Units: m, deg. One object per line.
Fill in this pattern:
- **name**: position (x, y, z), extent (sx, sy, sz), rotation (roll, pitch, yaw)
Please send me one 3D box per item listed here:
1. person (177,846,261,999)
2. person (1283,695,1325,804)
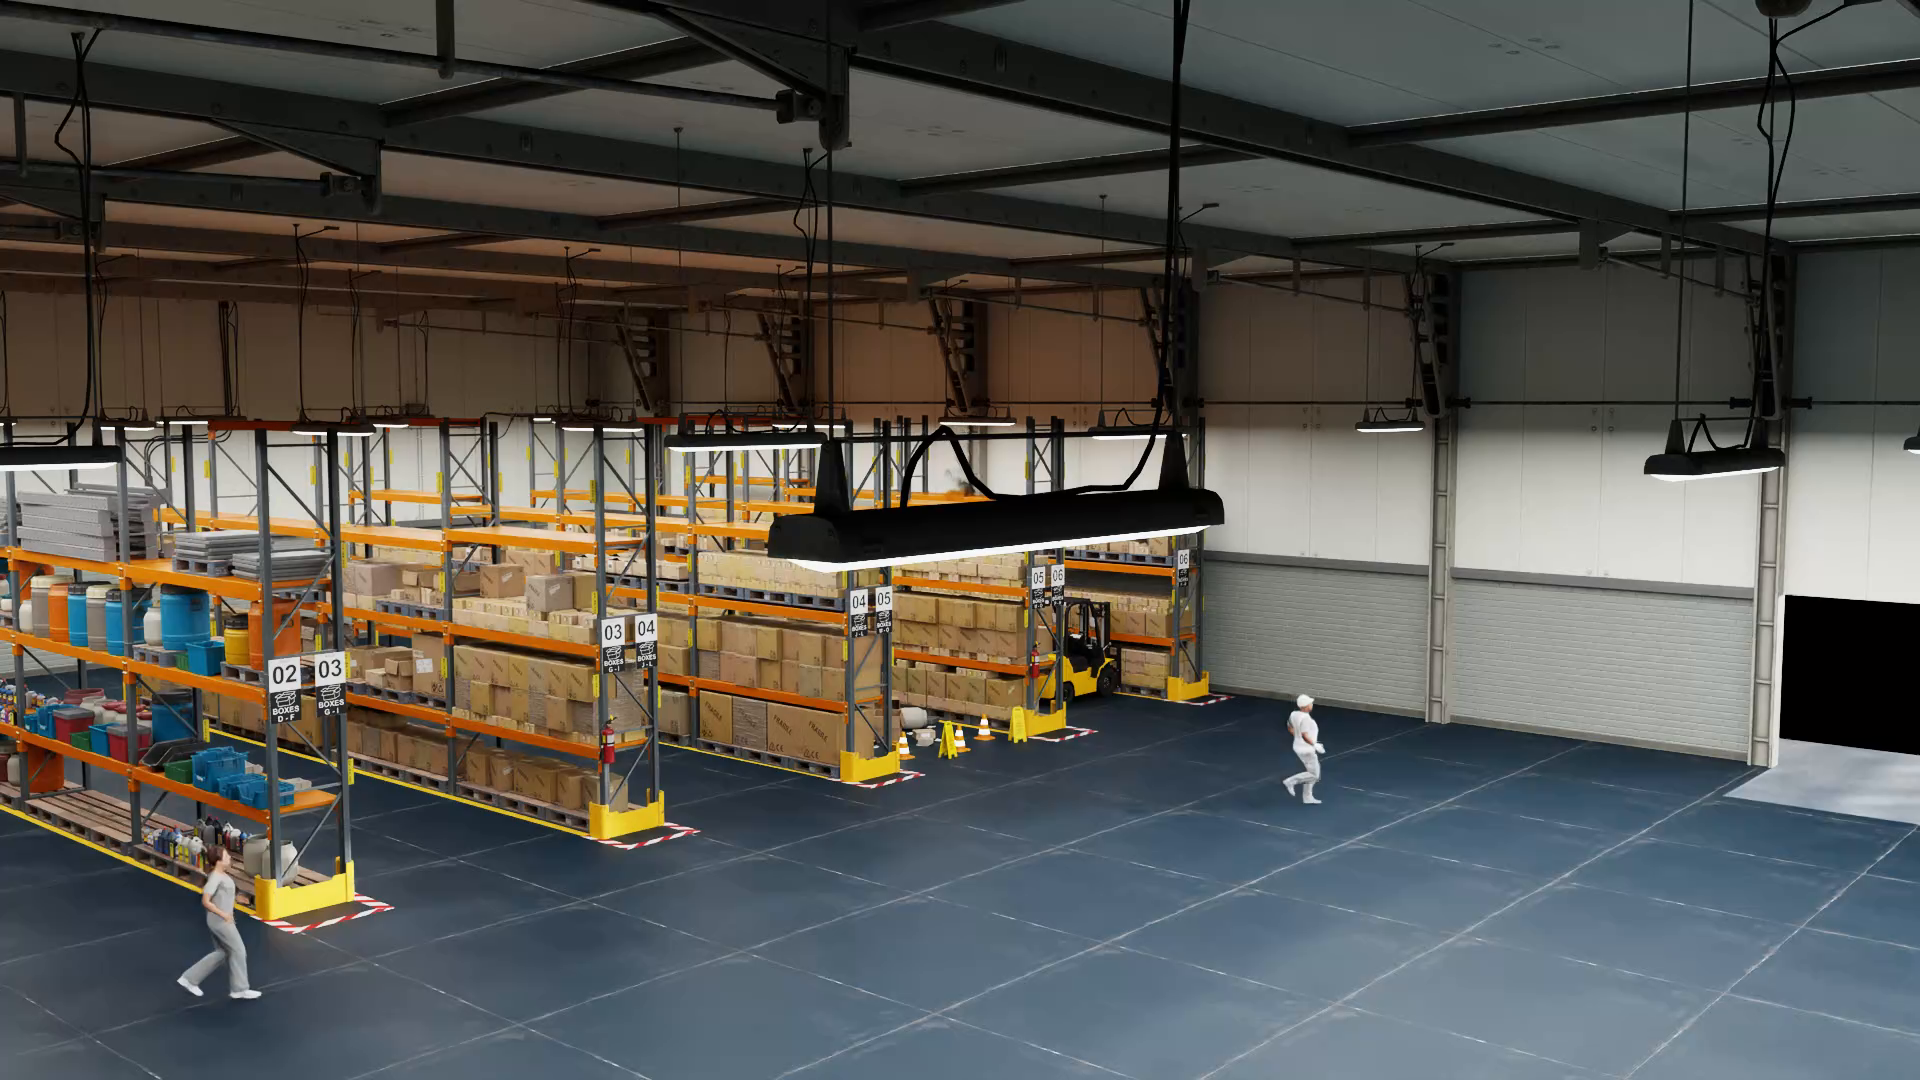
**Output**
- **person**: position (-7.815, 4.046, 17.496), extent (0.805, 1.672, 0.570), rotation (-2, 5, -27)
- **person**: position (5.376, 3.300, 26.147), extent (0.679, 1.746, 0.688), rotation (-1, 5, -9)
